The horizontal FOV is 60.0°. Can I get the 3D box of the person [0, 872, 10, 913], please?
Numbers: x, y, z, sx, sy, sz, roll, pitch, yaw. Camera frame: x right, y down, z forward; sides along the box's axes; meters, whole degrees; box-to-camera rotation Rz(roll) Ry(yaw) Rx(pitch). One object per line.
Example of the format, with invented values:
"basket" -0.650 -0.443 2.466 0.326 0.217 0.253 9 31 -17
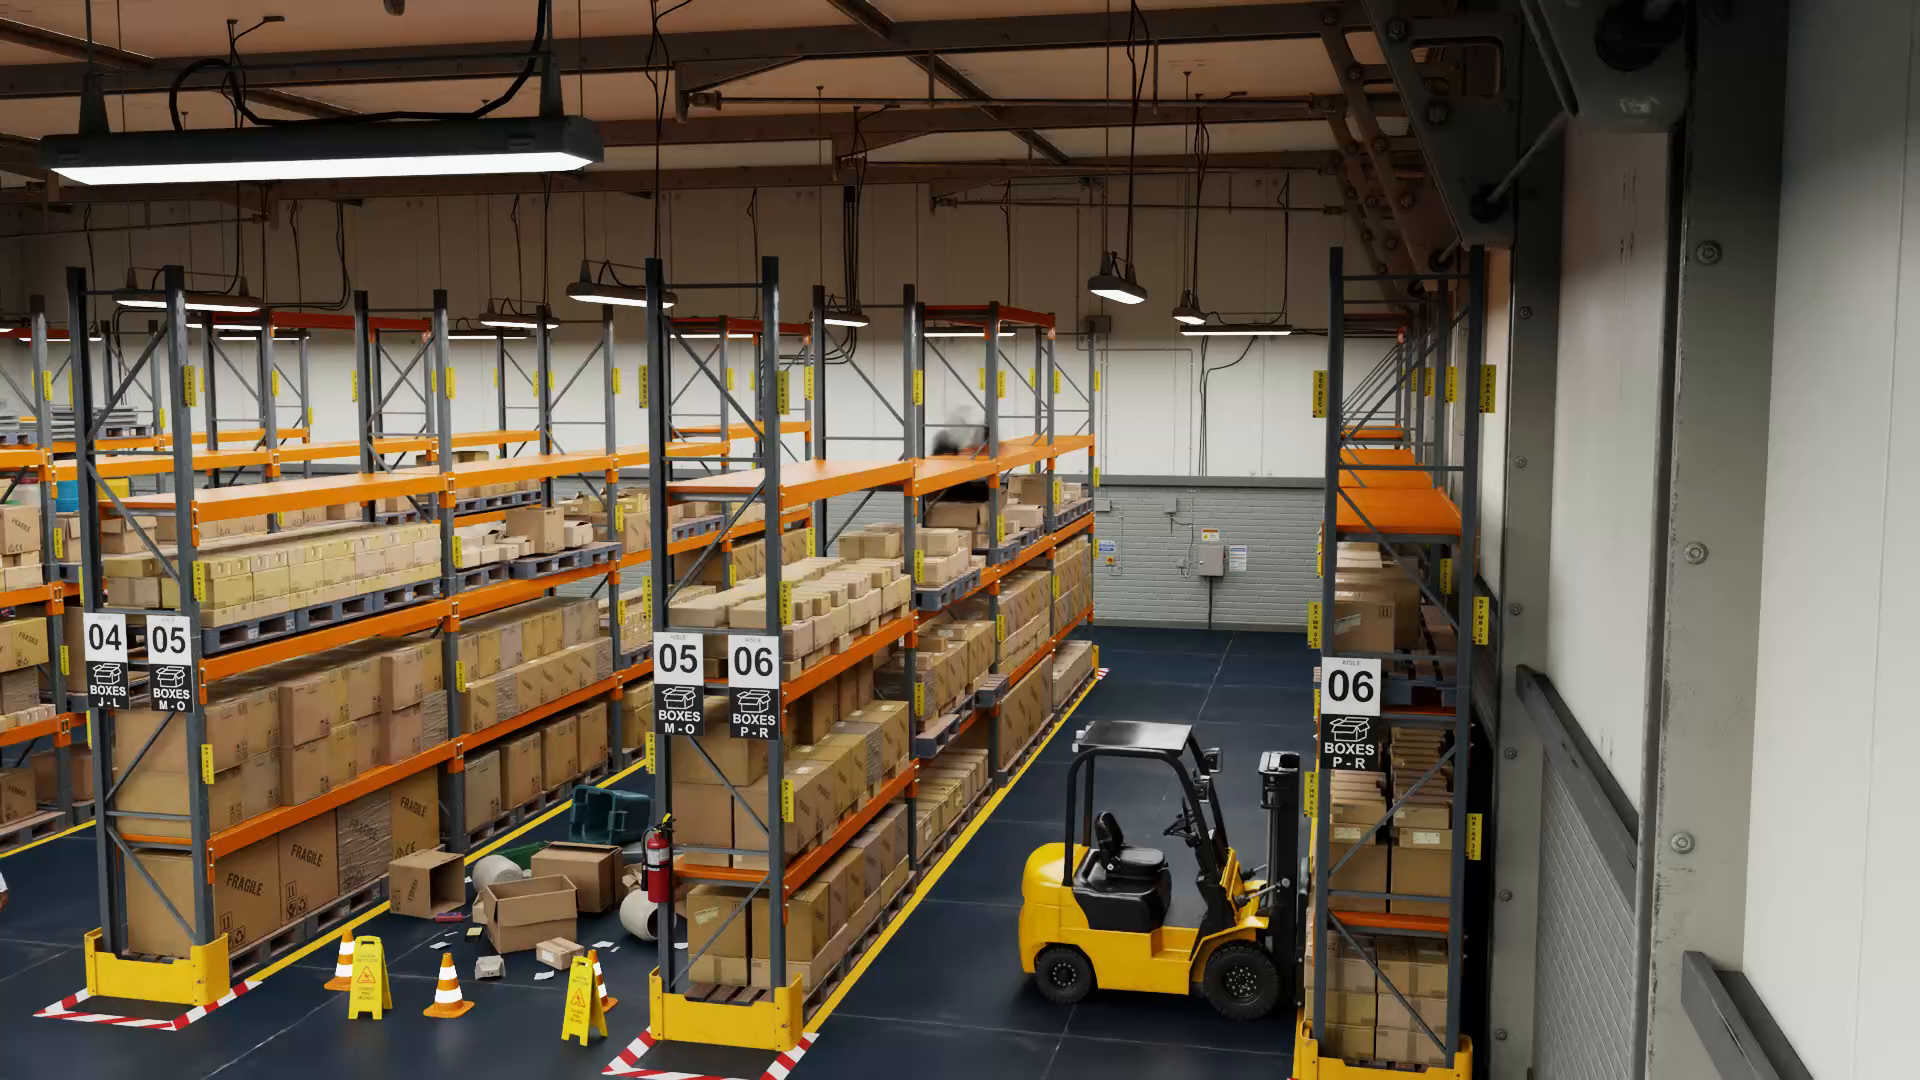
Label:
"person" -7.700 3.031 12.767 0.715 1.719 0.590 -2 6 -18
